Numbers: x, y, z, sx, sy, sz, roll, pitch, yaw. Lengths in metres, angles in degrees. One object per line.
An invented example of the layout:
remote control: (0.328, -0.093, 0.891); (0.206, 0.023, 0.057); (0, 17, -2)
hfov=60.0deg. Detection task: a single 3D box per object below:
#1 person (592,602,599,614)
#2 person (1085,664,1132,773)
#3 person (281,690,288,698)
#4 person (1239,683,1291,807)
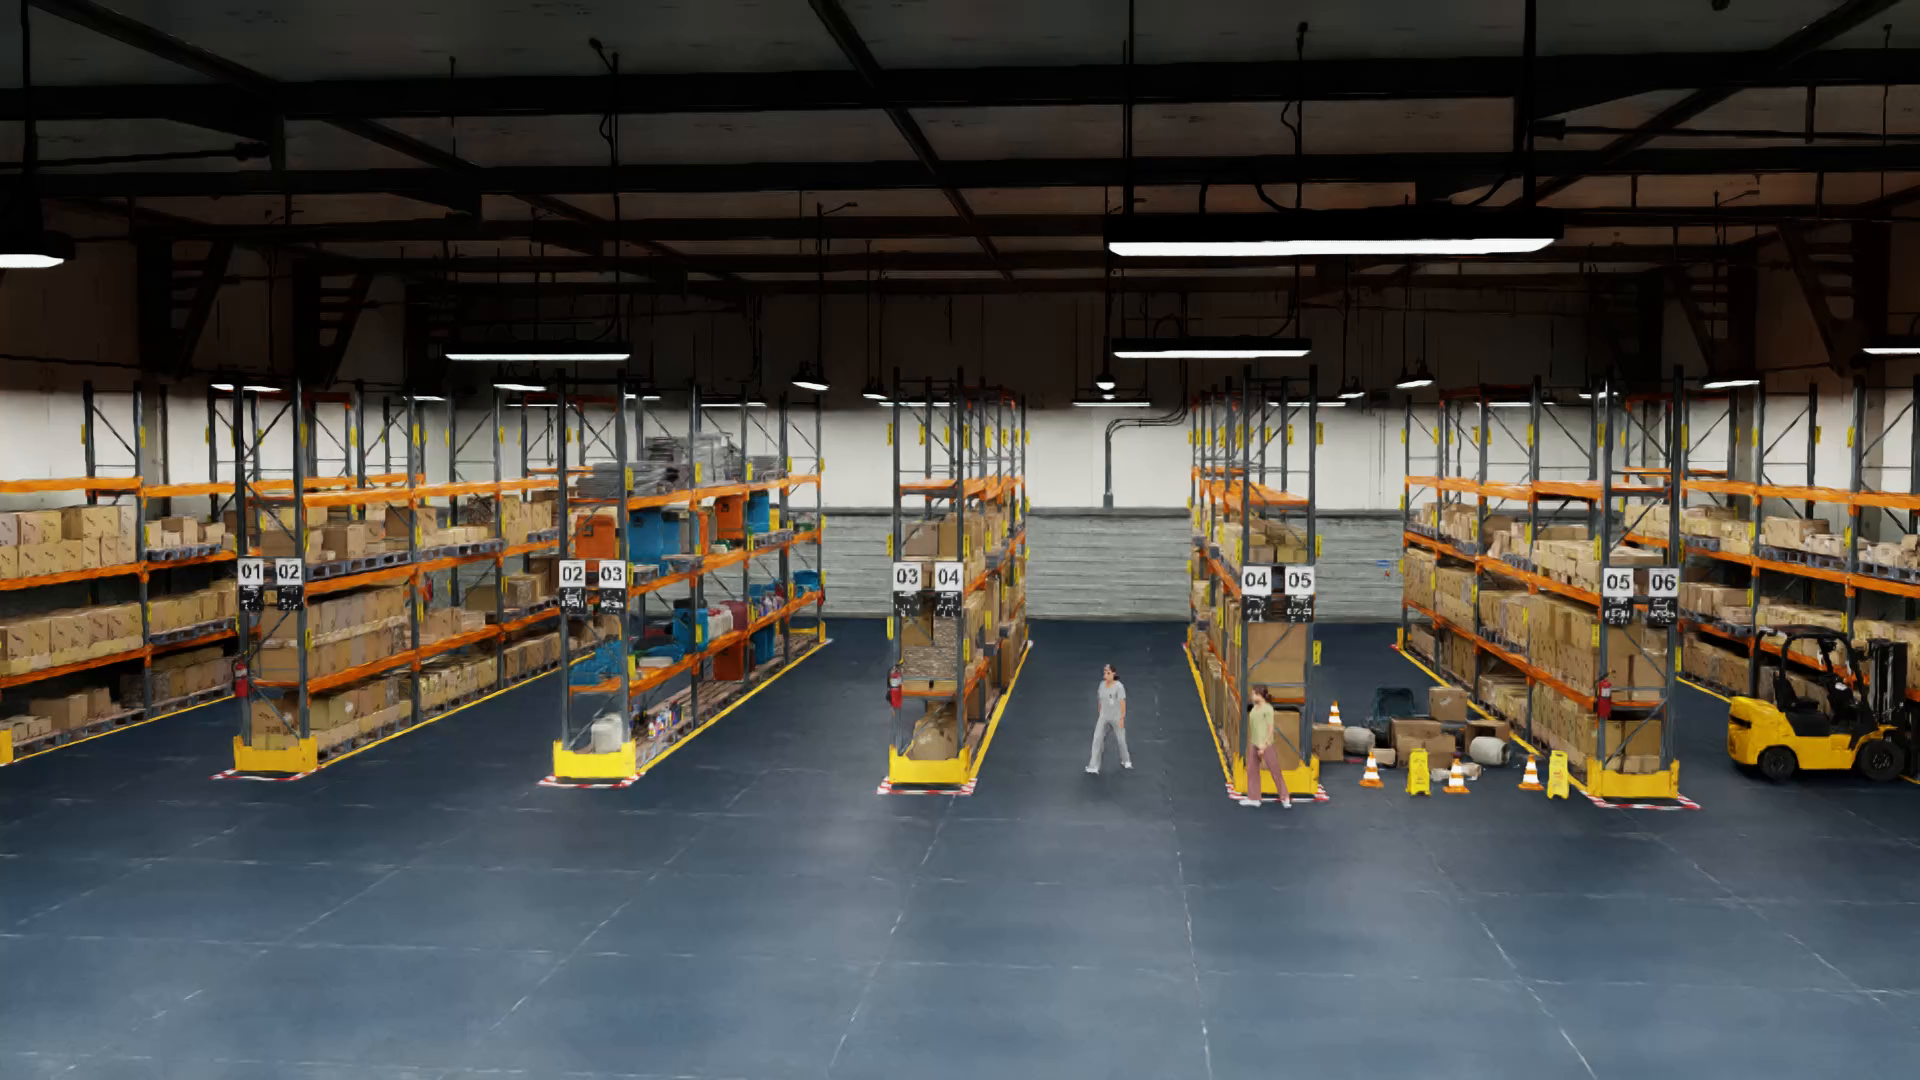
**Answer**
person: (-9.550, 1.379, 44.240); (0.581, 1.761, 0.947); (-1, 4, -20)
person: (2.247, 2.649, 24.833); (0.482, 1.621, 0.949); (2, 4, 29)
person: (-12.893, 2.205, 31.692); (0.482, 1.622, 0.994); (0, 4, -3)
person: (4.157, 2.776, 22.478); (0.601, 1.667, 0.620); (-2, 4, -30)
